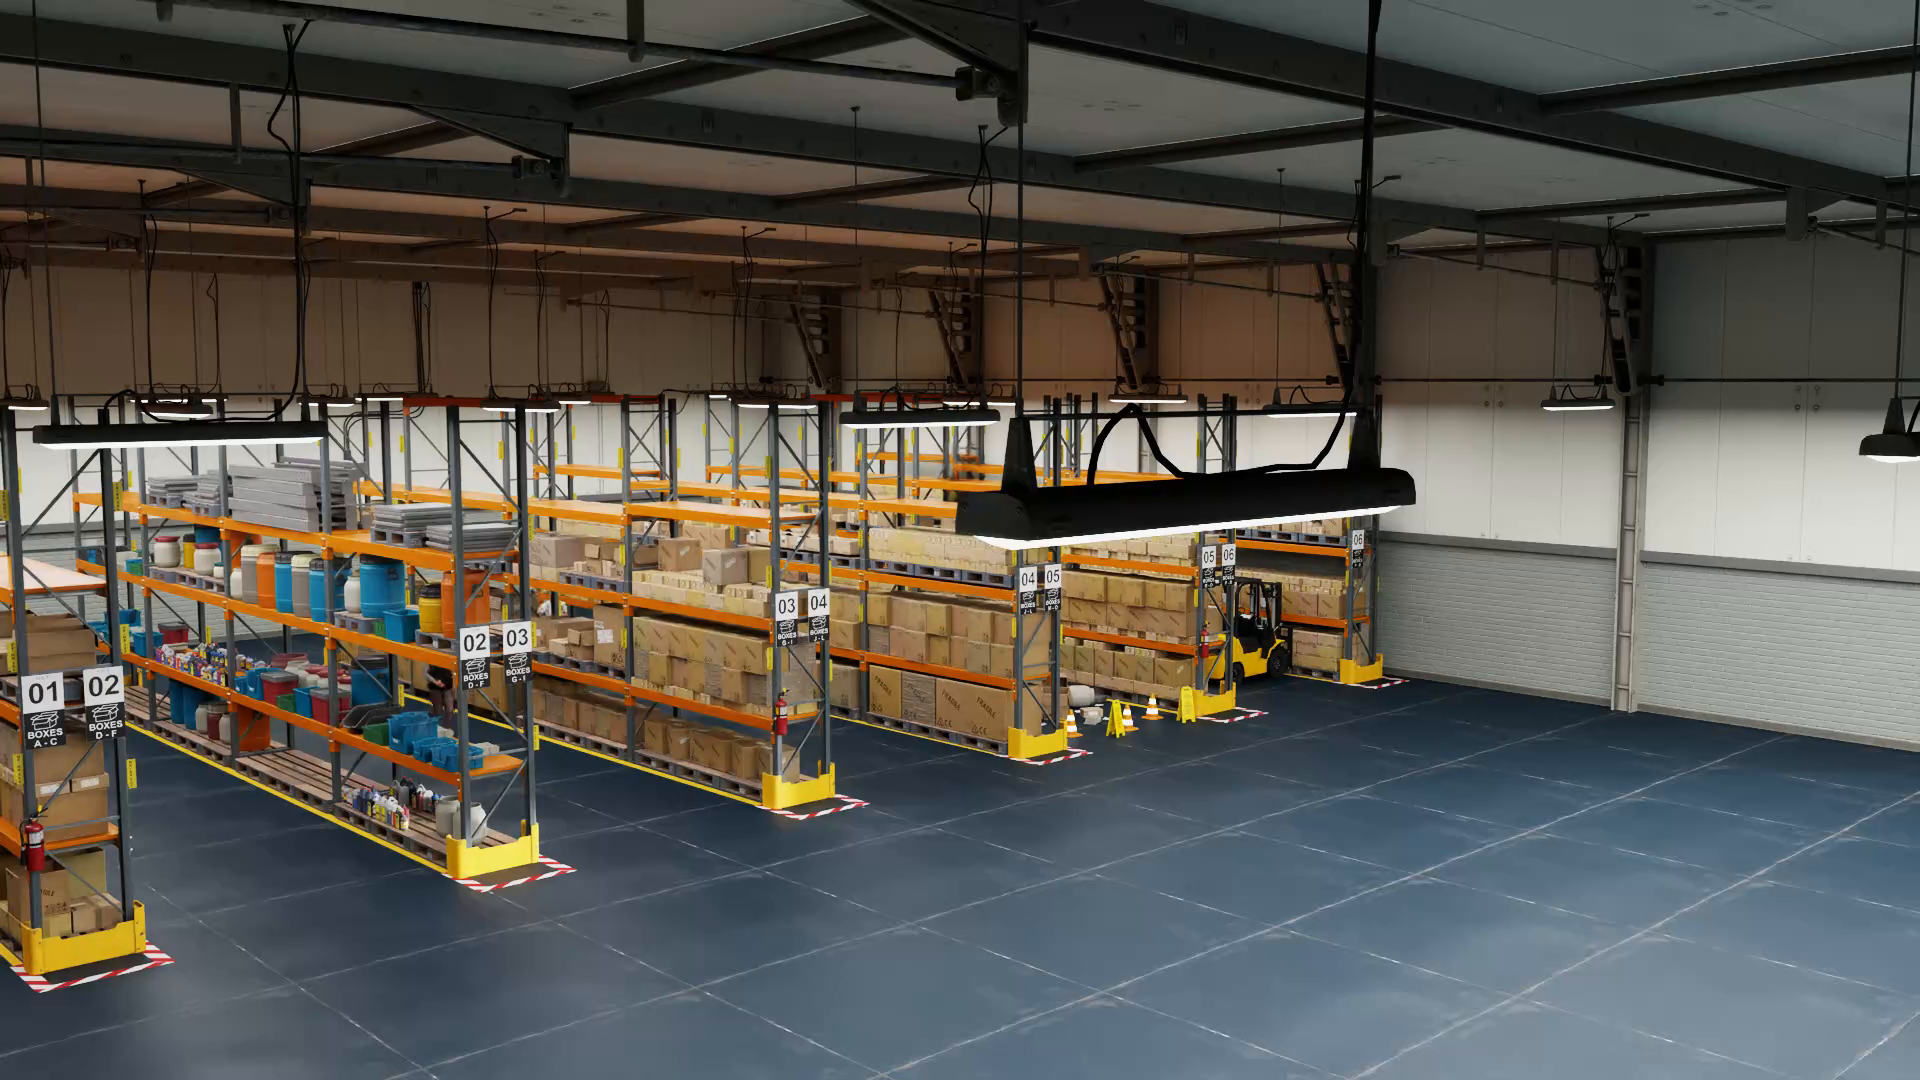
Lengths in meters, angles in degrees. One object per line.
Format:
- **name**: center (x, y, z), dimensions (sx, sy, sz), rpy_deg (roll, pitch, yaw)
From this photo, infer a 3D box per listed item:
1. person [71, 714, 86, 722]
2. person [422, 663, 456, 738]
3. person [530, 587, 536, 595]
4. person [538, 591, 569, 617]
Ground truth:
- **person**: center (-13.992, 2.898, 26.505), dimensions (0.926, 1.762, 0.682), rpy_deg (4, 7, 33)
- **person**: center (-9.204, 2.653, 29.386), dimensions (0.821, 1.710, 0.665), rpy_deg (4, 7, 39)
- **person**: center (-10.613, 1.560, 40.765), dimensions (0.614, 1.683, 0.746), rpy_deg (-2, 6, -21)
- **person**: center (-8.853, 1.930, 36.500), dimensions (0.639, 1.760, 0.624), rpy_deg (-5, 7, -42)
